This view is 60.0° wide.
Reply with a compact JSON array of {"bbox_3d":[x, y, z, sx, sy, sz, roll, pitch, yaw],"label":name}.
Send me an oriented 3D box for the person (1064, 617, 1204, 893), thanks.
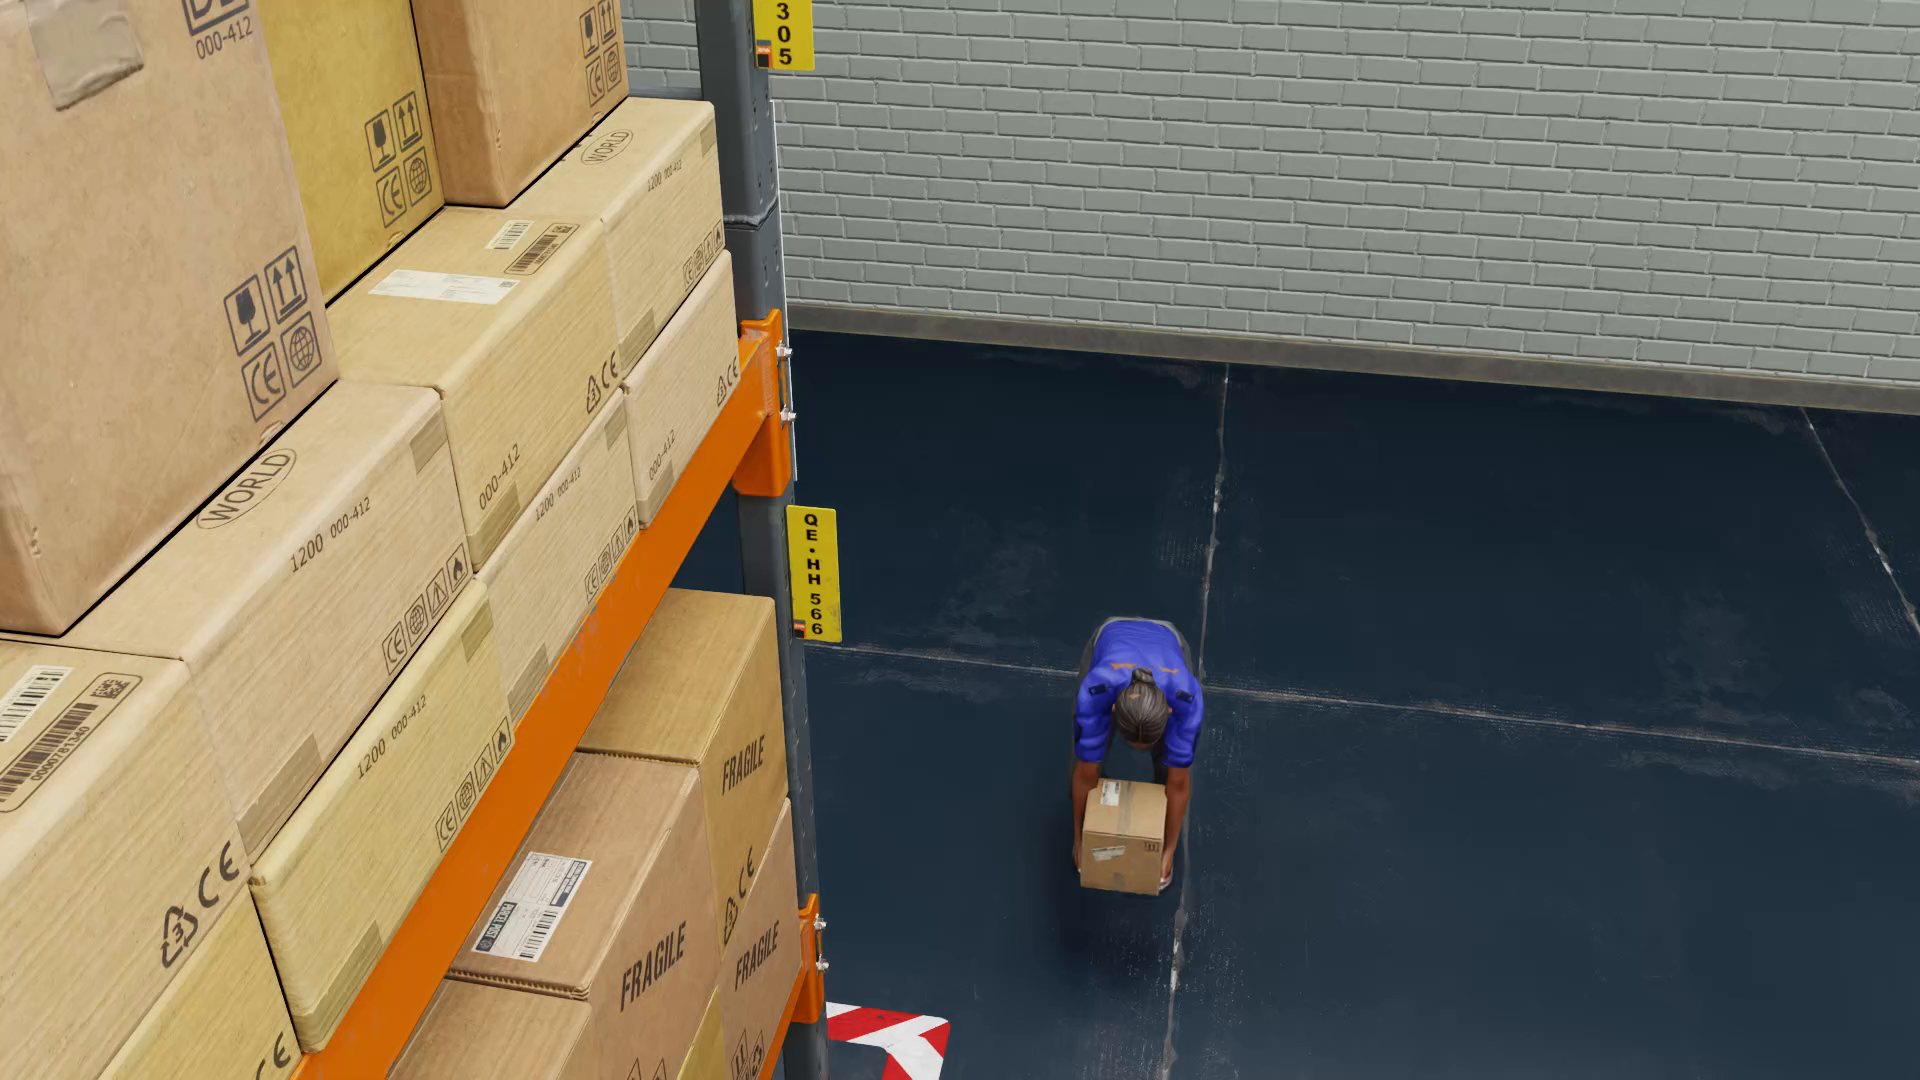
[{"bbox_3d":[0.561,0.740,5.491,0.434,1.118,0.846,4,33,6],"label":"person"}]
